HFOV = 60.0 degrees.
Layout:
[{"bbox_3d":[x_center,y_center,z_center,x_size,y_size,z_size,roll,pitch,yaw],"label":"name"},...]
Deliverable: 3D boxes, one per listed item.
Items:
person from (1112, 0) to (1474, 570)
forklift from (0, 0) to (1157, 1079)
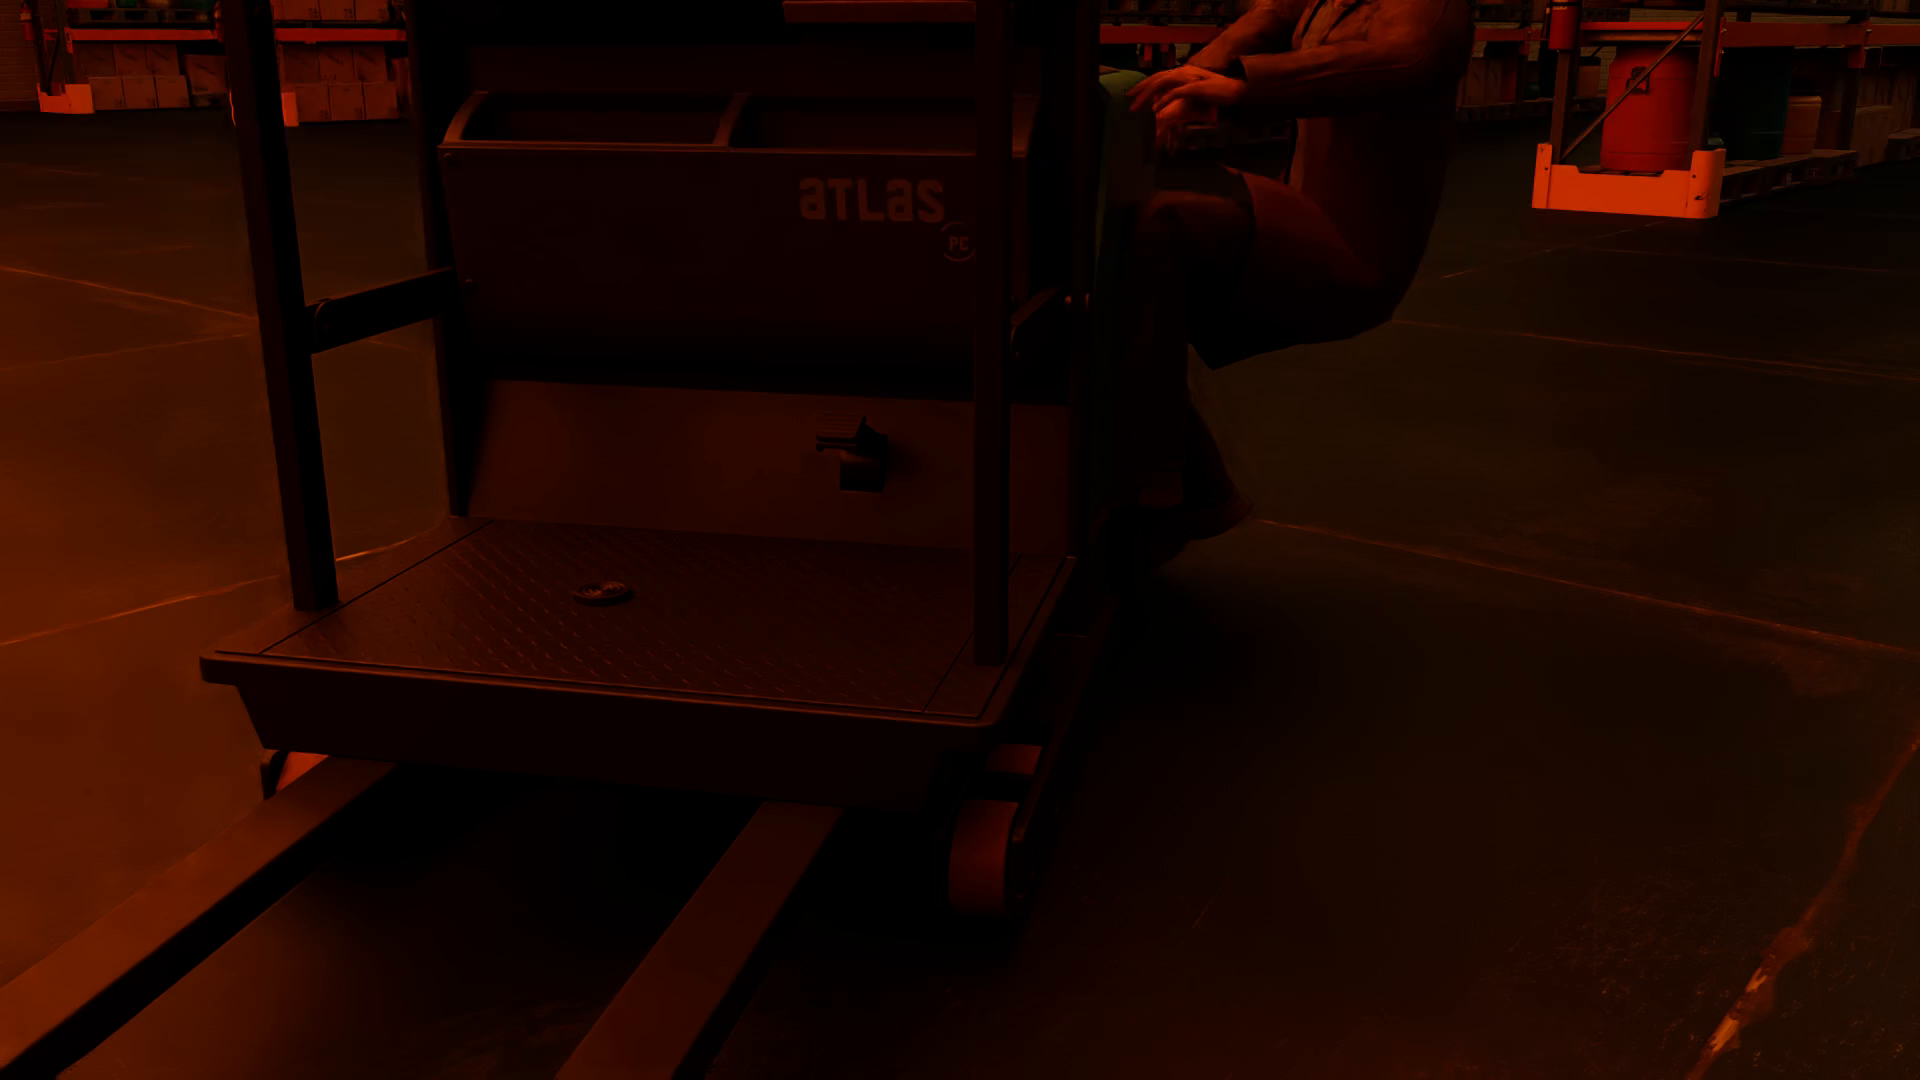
[{"bbox_3d":[0.491,-0.606,3.281,0.893,1.511,1.097,-4,17,-13],"label":"person"},{"bbox_3d":[-0.385,-1.007,2.213,1.130,2.935,3.031,4,17,12],"label":"forklift"}]
